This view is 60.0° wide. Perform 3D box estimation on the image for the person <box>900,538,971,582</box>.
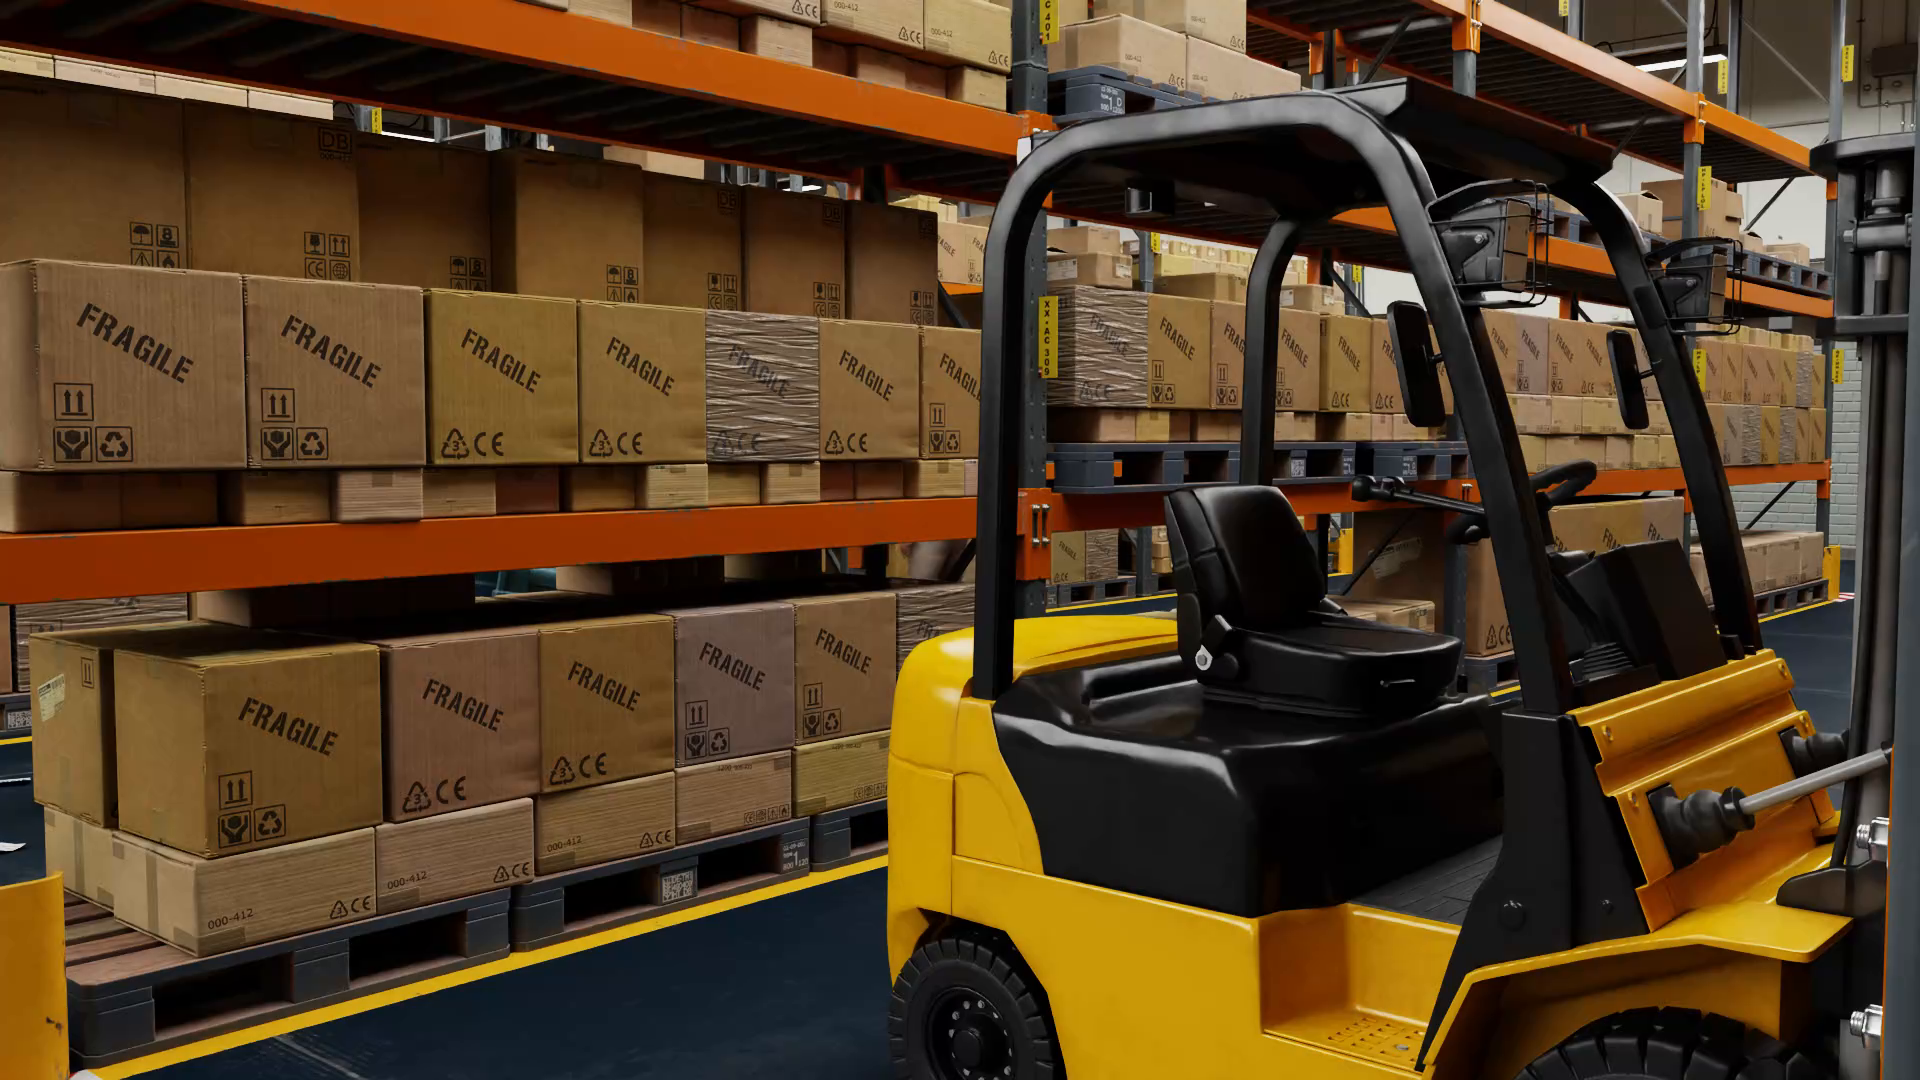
[{"bbox_3d":[-0.171,-0.027,11.543,0.335,1.709,0.540,3,5,42],"label":"person"}]
